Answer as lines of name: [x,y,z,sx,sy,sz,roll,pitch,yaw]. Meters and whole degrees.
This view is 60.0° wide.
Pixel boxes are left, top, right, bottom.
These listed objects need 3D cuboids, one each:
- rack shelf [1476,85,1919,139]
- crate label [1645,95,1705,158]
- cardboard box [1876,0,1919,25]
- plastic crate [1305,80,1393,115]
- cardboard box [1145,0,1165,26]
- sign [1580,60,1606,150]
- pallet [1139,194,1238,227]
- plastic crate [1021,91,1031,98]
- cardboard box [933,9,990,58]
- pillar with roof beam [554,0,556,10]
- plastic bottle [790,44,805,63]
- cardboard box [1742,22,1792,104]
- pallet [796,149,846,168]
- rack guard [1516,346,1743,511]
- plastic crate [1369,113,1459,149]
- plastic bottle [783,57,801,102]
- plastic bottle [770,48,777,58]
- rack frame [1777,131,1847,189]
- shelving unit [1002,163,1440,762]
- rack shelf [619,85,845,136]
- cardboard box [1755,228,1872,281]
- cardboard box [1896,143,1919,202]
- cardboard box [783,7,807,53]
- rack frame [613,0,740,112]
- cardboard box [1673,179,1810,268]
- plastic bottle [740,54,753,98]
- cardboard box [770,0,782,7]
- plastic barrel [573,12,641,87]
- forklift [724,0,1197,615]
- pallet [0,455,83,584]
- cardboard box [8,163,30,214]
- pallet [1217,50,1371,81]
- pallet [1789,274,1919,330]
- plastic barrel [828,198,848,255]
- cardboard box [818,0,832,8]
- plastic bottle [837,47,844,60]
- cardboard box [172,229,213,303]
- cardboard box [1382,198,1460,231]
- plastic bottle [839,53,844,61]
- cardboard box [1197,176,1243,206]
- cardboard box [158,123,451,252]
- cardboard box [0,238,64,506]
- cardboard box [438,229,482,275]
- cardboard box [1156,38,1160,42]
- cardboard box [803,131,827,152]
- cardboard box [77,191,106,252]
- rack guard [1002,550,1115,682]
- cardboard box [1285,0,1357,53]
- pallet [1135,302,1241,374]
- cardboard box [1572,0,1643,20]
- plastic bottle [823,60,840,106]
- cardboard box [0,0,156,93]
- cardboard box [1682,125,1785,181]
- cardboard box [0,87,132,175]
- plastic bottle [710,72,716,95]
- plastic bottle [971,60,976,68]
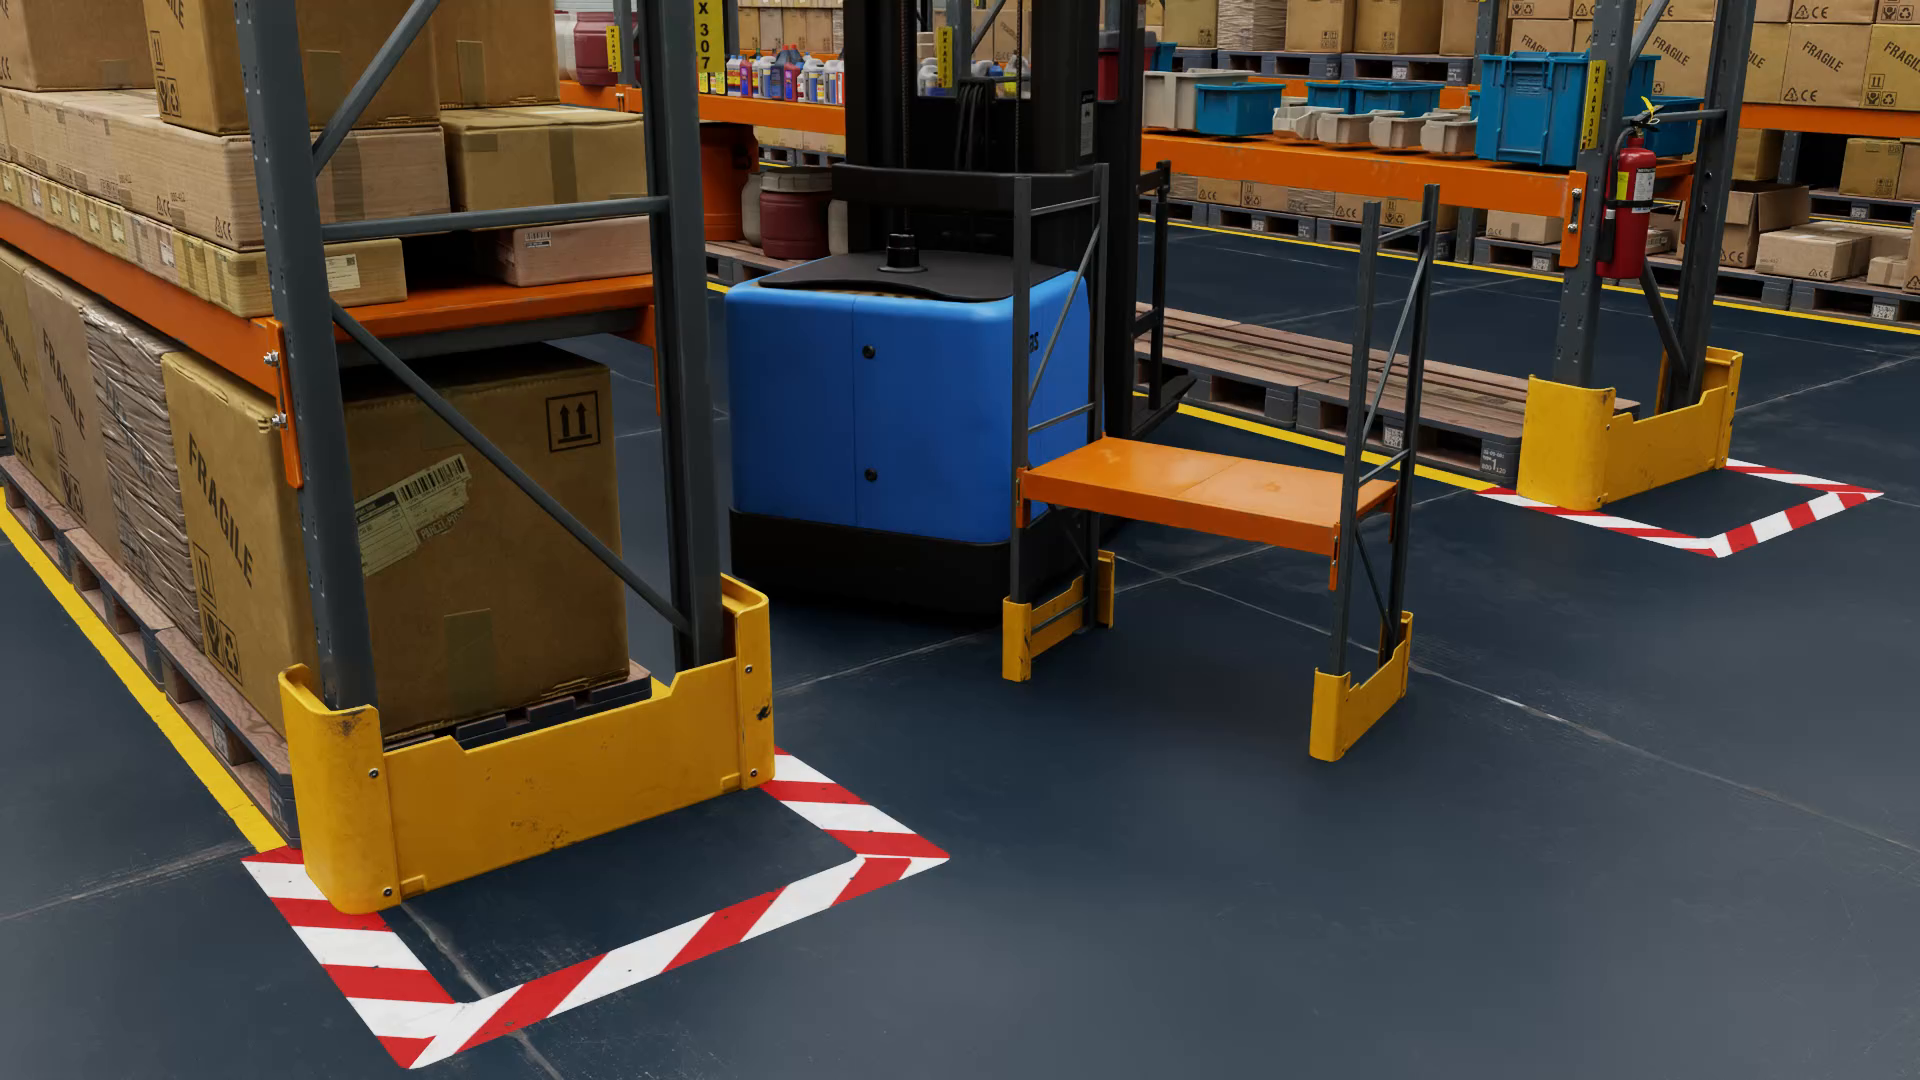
rack shelf: [5.477,-2.808,11.215,1.077,0.370,4.000,-14,23,-36]
crate label: [2.939,-1.765,7.091,0.416,0.233,0.303,-14,23,-36]
cardboard box: [5.913,-3.359,9.985,0.500,0.500,0.500,-13,22,-35]
plastic crate: [1.935,-2.163,8.294,0.416,0.233,0.300,-14,23,-36]
cardboard box: [2.613,-6.932,21.538,0.500,0.500,0.500,-14,23,-36]
sign: [2.413,-1.657,6.334,0.100,0.325,0.005,-14,23,-36]
pallet: [2.186,-3.113,15.427,1.003,0.211,1.213,-14,23,-36]
plastic crate: [0.527,-2.437,9.274,0.396,0.136,0.243,-14,23,-36]
cardboard box: [0.060,-5.339,17.554,0.500,0.500,0.500,-12,22,-32]
pillar with roof beam: [-12.772,-14.006,34.346,9.100,9.000,0.400,-14,23,-36]
plastic bottle: [-1.125,-3.150,11.181,0.144,0.351,0.185,-14,23,-36]
cardboard box: [5.285,-3.137,10.904,0.500,0.500,0.500,-14,23,-37]
pallet: [-1.193,-4.494,19.598,1.003,0.211,1.213,-14,23,-36]
rack guard: [2.859,-0.501,7.079,1.175,0.500,0.348,-14,23,-36]
plastic crate: [2.017,-1.834,7.453,0.396,0.136,0.243,-14,23,-36]
plastic bottle: [-1.095,-3.008,10.859,0.061,0.283,0.133,-14,23,-36]
plastic bottle: [-1.404,-3.533,12.447,0.061,0.283,0.133,-14,23,-36]
rack frame: [8.116,-4.610,15.512,1.000,3.000,0.127,-14,23,-36]
shelving unit: [0.733,-0.275,4.806,1.083,1.500,0.587,12,22,32]
rack shelf: [-0.891,-2.828,11.274,1.077,0.370,4.000,-14,23,-36]
cardboard box: [5.622,-1.886,10.960,0.500,0.250,0.500,-14,23,-36]
cardboard box: [8.810,-3.294,14.847,0.700,0.500,0.500,-14,23,-37]
cardboard box: [-1.653,-6.022,19.618,0.700,0.500,0.500,-14,23,-35]
rack frame: [-2.133,-3.662,12.650,1.000,3.000,0.127,-14,23,-36]
cardboard box: [5.406,-2.204,11.518,0.797,0.503,0.637,-14,23,-36]
plastic bottle: [-1.436,-3.143,11.269,0.061,0.283,0.133,-14,23,-36]
cardboard box: [-2.023,-6.372,19.643,0.380,0.149,0.250,-13,22,-34]
plastic barrel: [-2.659,-3.782,12.795,0.600,0.536,0.708,-14,23,-36]
forklift: [0.243,-1.572,6.447,1.130,2.935,3.031,8,20,22]
pallet: [-3.122,-0.183,6.580,1.003,0.211,1.213,-14,23,-36]
cardboard box: [-2.959,-1.196,5.601,0.380,0.149,0.250,-14,23,-37]
pallet: [2.963,-4.058,14.152,1.003,0.211,1.213,-14,23,-36]
pallet: [6.176,-1.548,10.701,1.003,0.211,1.213,-14,23,-36]
plastic barrel: [-0.694,-2.163,11.413,0.421,0.512,0.421,0,18,0]
cardboard box: [-1.385,-6.119,18.880,0.380,0.149,0.250,-15,23,-38]
plastic bottle: [-0.772,-3.293,11.614,0.144,0.351,0.185,-14,23,-36]
cardboard box: [-1.691,-0.692,4.080,0.380,0.149,0.250,-14,23,-36]
cardboard box: [3.704,-2.730,13.112,0.500,0.500,0.500,-14,23,-36]
plastic bottle: [-0.836,-3.235,11.545,0.061,0.283,0.133,-14,23,-36]
cardboard box: [2.448,-3.230,14.621,0.500,0.500,0.500,-14,23,-37]
cardboard box: [-1.558,-0.862,3.958,0.500,0.250,0.500,-14,23,-37]
cardboard box: [-3.185,-0.722,6.483,0.875,0.875,0.875,-14,23,-36]
cardboard box: [-1.171,-0.820,4.465,0.380,0.149,0.250,-14,23,-37]
cardboard box: [1.560,-4.684,15.877,0.500,0.311,0.500,-12,22,-33]
cardboard box: [-1.494,-4.704,19.503,0.500,0.250,0.500,-14,23,-36]
cardboard box: [-2.325,-0.943,4.839,0.380,0.149,0.250,-14,23,-36]
rack guard: [0.318,0.232,5.264,0.087,0.250,0.587,12,22,32]
cardboard box: [3.090,-4.312,13.786,0.500,0.500,0.700,13,23,35]
pallet: [0.837,-1.179,9.587,1.003,0.211,1.213,-14,23,-36]
cardboard box: [4.628,-3.866,11.517,0.500,0.500,0.500,-15,23,-38]
plastic bottle: [-0.771,-2.899,10.543,0.152,0.276,0.135,-14,23,-36]
cardboard box: [-2.809,-1.718,5.350,0.500,0.500,0.500,-15,23,-38]
cardboard box: [7.611,-3.924,16.191,0.750,0.750,0.750,-14,23,-35]
cardboard box: [-2.815,-1.363,5.471,0.500,0.250,0.500,-13,23,-35]
plastic bottle: [-1.697,-3.217,11.622,0.097,0.201,0.097,0,18,0]
plastic bottle: [0.084,-2.928,10.637,0.097,0.271,0.097,0,18,0]
